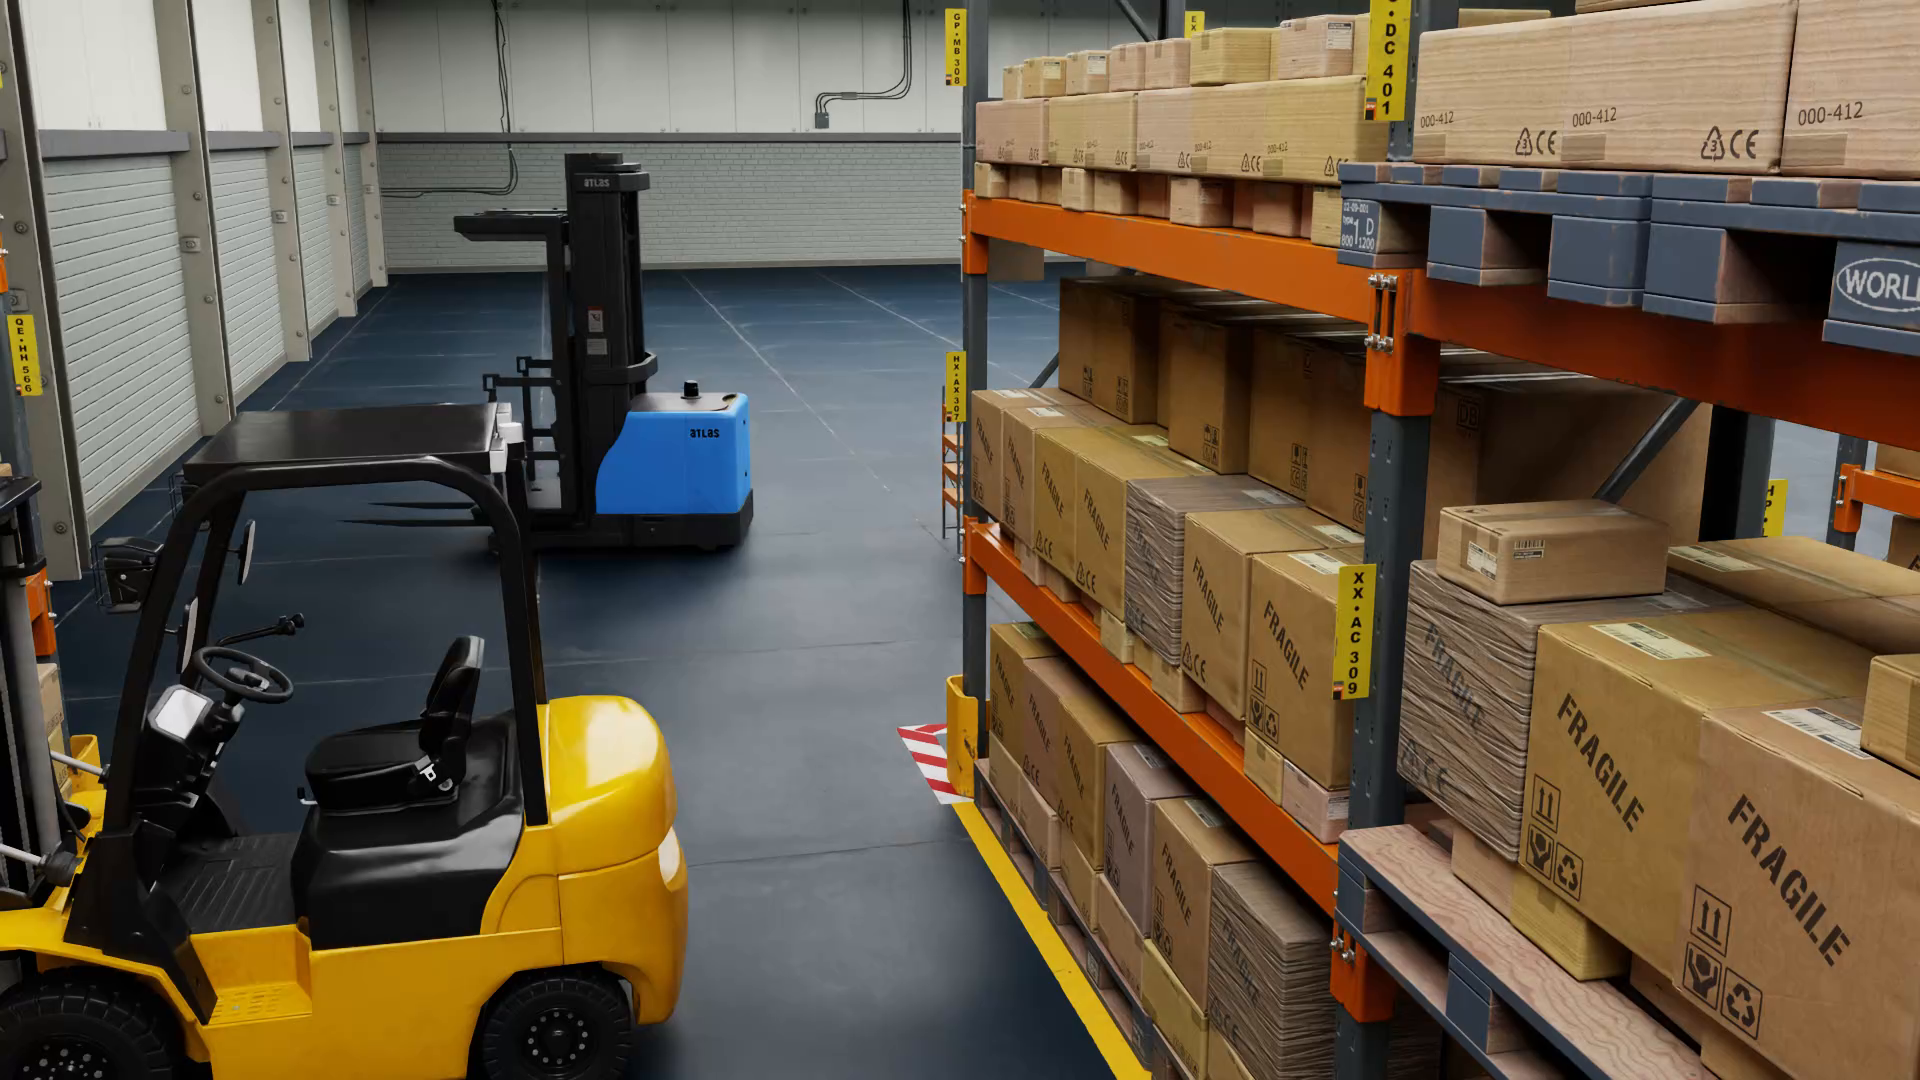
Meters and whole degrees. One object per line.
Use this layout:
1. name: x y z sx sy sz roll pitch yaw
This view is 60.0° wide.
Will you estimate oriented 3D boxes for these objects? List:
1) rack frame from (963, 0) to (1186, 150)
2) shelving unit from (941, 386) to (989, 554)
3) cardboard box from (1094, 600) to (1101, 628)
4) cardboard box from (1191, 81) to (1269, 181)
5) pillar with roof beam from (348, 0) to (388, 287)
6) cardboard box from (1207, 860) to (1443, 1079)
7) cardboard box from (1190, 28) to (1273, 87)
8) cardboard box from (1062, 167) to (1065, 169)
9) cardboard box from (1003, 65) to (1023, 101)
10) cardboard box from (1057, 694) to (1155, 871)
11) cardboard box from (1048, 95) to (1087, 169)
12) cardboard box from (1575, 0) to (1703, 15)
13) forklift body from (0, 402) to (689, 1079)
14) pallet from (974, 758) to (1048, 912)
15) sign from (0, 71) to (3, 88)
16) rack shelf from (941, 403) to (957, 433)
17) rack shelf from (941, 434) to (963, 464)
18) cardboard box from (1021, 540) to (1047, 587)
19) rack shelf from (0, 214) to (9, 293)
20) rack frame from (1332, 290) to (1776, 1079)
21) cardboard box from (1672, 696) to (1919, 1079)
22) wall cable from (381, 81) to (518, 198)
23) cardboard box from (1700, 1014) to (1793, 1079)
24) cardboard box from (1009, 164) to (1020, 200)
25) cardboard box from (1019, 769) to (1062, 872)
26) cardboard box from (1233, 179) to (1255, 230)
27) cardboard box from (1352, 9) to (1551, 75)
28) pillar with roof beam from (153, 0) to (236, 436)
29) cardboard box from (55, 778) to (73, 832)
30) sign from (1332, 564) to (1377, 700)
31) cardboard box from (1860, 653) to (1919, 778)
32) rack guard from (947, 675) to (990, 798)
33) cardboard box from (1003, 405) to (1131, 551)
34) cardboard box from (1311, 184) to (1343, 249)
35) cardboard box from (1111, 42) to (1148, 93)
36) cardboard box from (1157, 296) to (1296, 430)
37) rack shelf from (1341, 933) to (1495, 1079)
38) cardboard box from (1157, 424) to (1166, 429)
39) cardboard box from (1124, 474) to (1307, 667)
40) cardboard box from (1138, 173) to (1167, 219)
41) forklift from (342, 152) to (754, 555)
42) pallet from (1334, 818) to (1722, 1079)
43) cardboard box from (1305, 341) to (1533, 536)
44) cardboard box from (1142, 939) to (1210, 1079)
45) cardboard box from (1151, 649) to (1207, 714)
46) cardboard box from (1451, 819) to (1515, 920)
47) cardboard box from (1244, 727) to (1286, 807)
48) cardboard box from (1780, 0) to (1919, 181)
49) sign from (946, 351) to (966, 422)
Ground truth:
1. rack frame: 0.513 -3.232 7.196 1.000 3.000 0.127 -3 14 -13
2. shelving unit: 0.039 -0.545 12.628 0.258 1.200 0.503 -3 14 -13
3. cardboard box: 0.710 0.256 6.087 0.380 0.149 0.250 -4 14 -15
4. cardboard box: 0.967 -1.127 4.590 0.500 0.250 0.500 -4 14 -14
5. pillar with roof beam: -7.885 -9.905 34.507 9.100 9.000 0.400 -3 14 -13
6. cardboard box: 1.052 1.251 4.816 0.500 0.500 0.500 -3 14 -14
7. cardboard box: 0.867 -1.352 4.669 0.380 0.149 0.250 -3 14 -12
8. cardboard box: 0.601 -1.323 6.231 0.380 0.149 0.250 -4 14 -15
9. cardboard box: 0.398 -1.947 7.105 0.380 0.149 0.250 -3 14 -14
10. cardboard box: 0.677 0.893 6.280 0.500 0.500 0.500 -3 14 -12
11. cardboard box: 0.626 -1.481 6.039 0.500 0.250 0.500 -3 14 -12
12. cardboard box: 1.327 -0.955 2.572 0.500 0.250 0.500 -4 14 -14
13. forklift body: -2.092 0.708 5.498 2.313 2.155 1.214 -3 14 -13
14. pallet: 0.687 1.244 7.392 1.003 0.211 1.213 -3 14 -13
15. sign: -3.780 -1.916 6.431 0.100 0.325 0.005 -3 14 -13
16. rack shelf: 0.039 -0.926 12.535 0.258 0.148 0.480 -3 14 -13
17. rack shelf: 0.039 -0.697 12.591 0.258 0.148 0.480 -3 14 -13
18. cardboard box: 0.463 0.078 6.815 0.380 0.149 0.250 -3 14 -12
19. rack shelf: -3.841 -0.687 4.613 1.077 0.370 4.000 -3 14 -13
20. rack frame: 1.452 0.605 4.131 1.000 3.000 0.127 -3 14 -13
21. cardboard box: 1.505 0.562 2.583 0.500 0.500 0.500 -3 14 -14
22. wall cable: -11.476 -8.909 36.977 3.097 2.526 0.112 -3 14 -13
23. cardboard box: 1.486 0.849 2.776 0.380 0.149 0.250 -3 14 -12
24. cardboard box: 0.424 -1.503 6.967 0.380 0.149 0.250 -4 14 -15
25. cardboard box: 0.546 1.134 6.876 0.500 0.250 0.500 -3 14 -11
26. cardboard box: 1.011 -0.968 4.778 0.380 0.149 0.250 -4 14 -15
27. cardboard box: 1.166 -1.179 3.959 0.380 0.149 0.250 -3 14 -12
28. pillar with roof beam: -3.657 -5.752 17.510 9.100 9.000 0.400 -3 14 -13
29. cardboard box: -3.894 1.182 6.677 0.500 0.250 0.500 -3 14 -13
30. sign: 0.927 0.216 3.897 0.100 0.325 0.005 -3 14 -13
31. cardboard box: 1.574 0.266 2.430 0.380 0.149 0.250 -2 14 -10
32. rack guard: 0.531 0.914 8.133 1.175 0.500 0.348 -3 14 -13
33. cardboard box: 0.479 -0.267 6.862 0.500 0.500 0.500 -3 14 -11
34. cardboard box: 1.081 -0.786 4.033 0.380 0.149 0.250 -3 14 -13
35. cardboard box: 0.709 -1.531 5.402 0.380 0.149 0.250 -3 14 -12
36. cardboard box: 1.176 -0.662 6.372 0.700 0.500 0.500 -3 14 -14
37. rack shelf: 1.922 1.416 2.328 1.077 0.370 4.000 -3 14 -13
38. cardboard box: 1.021 -0.285 6.937 0.500 0.500 0.500 -3 14 -13
39. cardboard box: 0.852 0.085 5.420 0.500 0.500 0.500 -3 14 -12
40. cardboard box: 0.811 -1.148 5.514 0.380 0.149 0.250 -3 14 -14
41. forklift: -3.172 -1.437 12.632 3.031 2.935 1.130 0 14 -1
42. pallet: 1.490 0.882 3.399 1.003 0.211 1.213 -3 14 -13
43. cardboard box: 1.461 -0.307 4.917 0.700 0.500 0.500 -3 14 -13
44. cardboard box: 0.917 1.493 5.405 0.500 0.250 0.500 -4 14 -15
45. cardboard box: 0.839 0.436 5.353 0.380 0.149 0.250 -3 14 -14
46. cardboard box: 1.275 0.668 3.517 0.380 0.149 0.250 -3 14 -12
47. cardboard box: 1.015 0.613 4.629 0.380 0.149 0.250 -3 14 -12
48. cardboard box: 1.460 -0.594 2.151 0.500 0.250 0.500 -3 14 -14
49. sign: -0.015 -0.708 7.681 0.100 0.325 0.005 -3 14 -13
